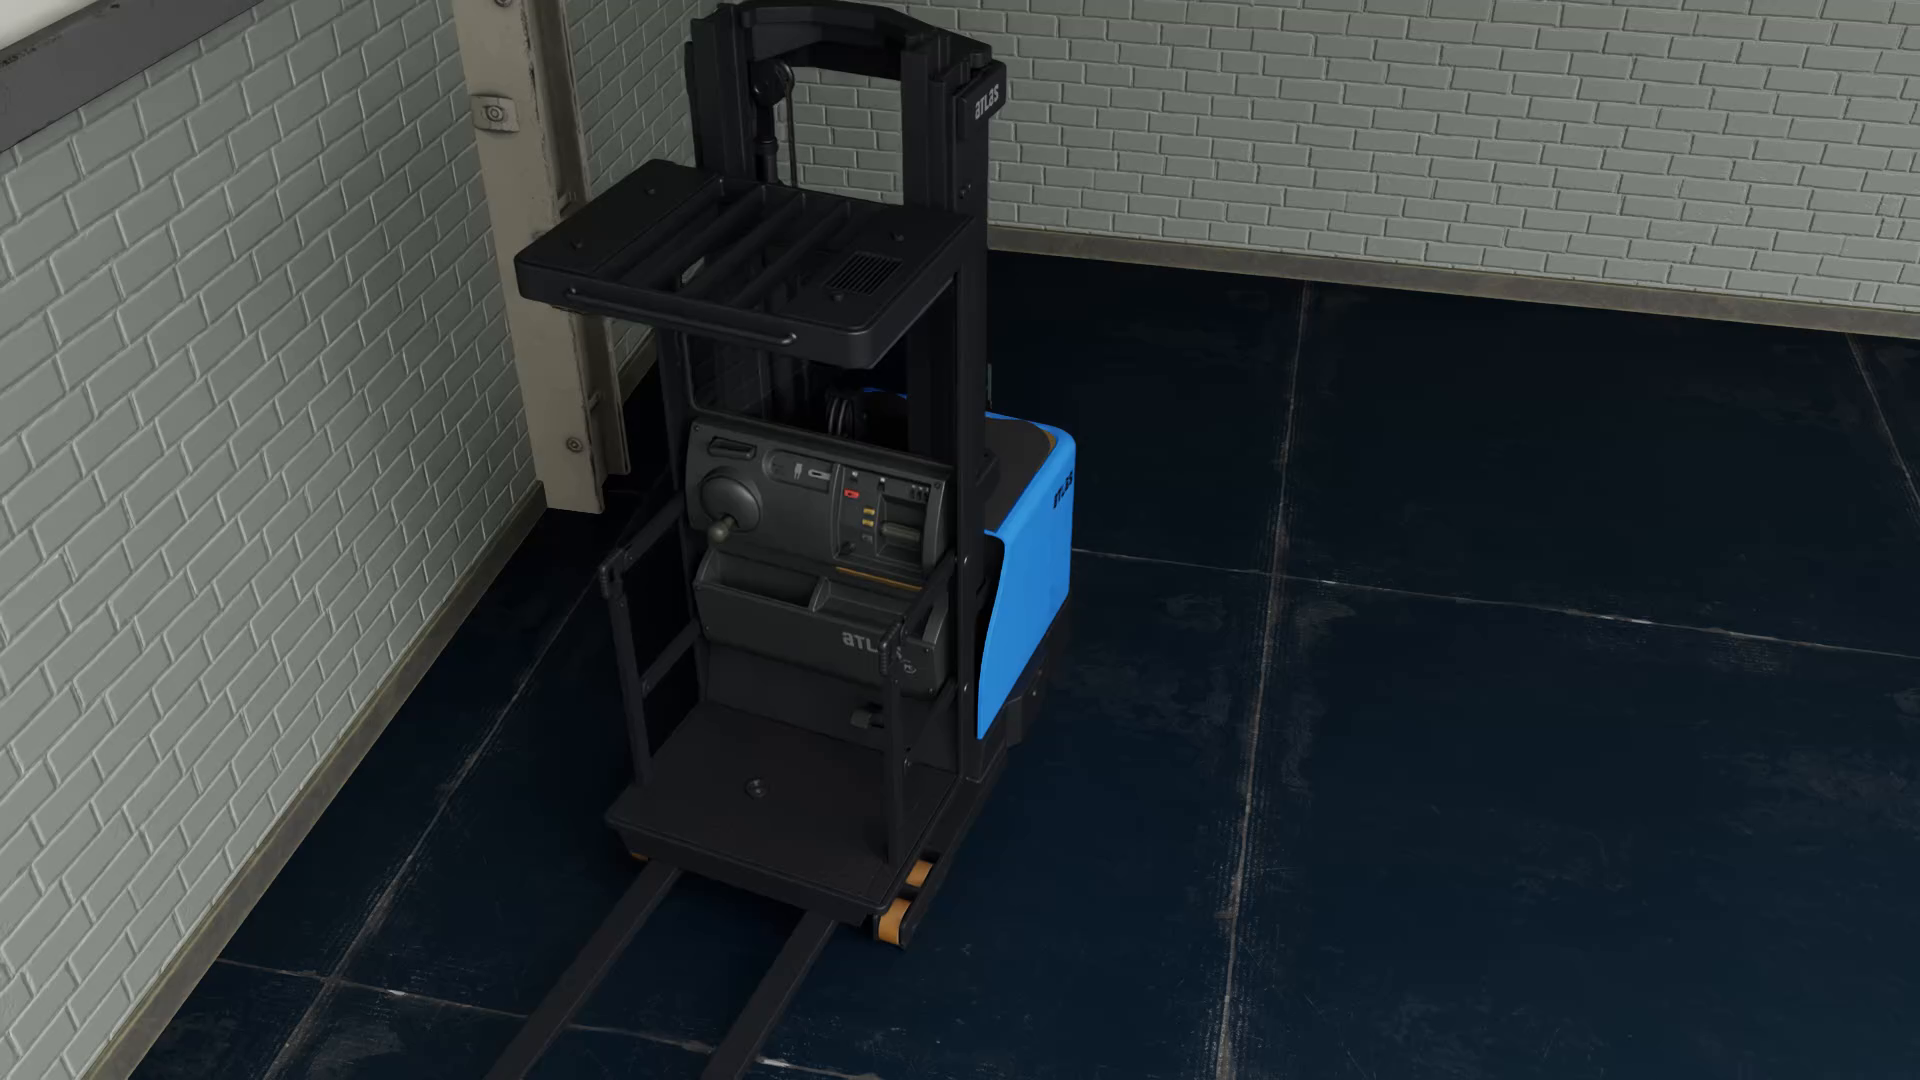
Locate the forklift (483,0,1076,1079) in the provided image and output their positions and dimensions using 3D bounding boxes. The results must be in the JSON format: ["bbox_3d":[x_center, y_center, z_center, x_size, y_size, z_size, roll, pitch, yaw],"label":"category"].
[{"bbox_3d":[-0.568,-0.061,5.337,1.130,2.935,3.031,14,38,18],"label":"forklift"}]

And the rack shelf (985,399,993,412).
[{"bbox_3d":[-0.002,-0.551,7.341,0.258,0.077,0.200,7,37,10],"label":"rack shelf"}]

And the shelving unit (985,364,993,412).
[{"bbox_3d":[-0.002,-0.360,7.479,0.258,0.900,0.210,7,37,10],"label":"shelving unit"}]

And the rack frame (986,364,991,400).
[{"bbox_3d":[0.020,-0.418,7.560,0.240,0.900,0.006,7,37,10],"label":"rack frame"}]

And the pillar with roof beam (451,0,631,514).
[{"bbox_3d":[2.387,-3.361,4.719,9.100,9.000,0.400,7,37,10],"label":"pillar with roof beam"}]
